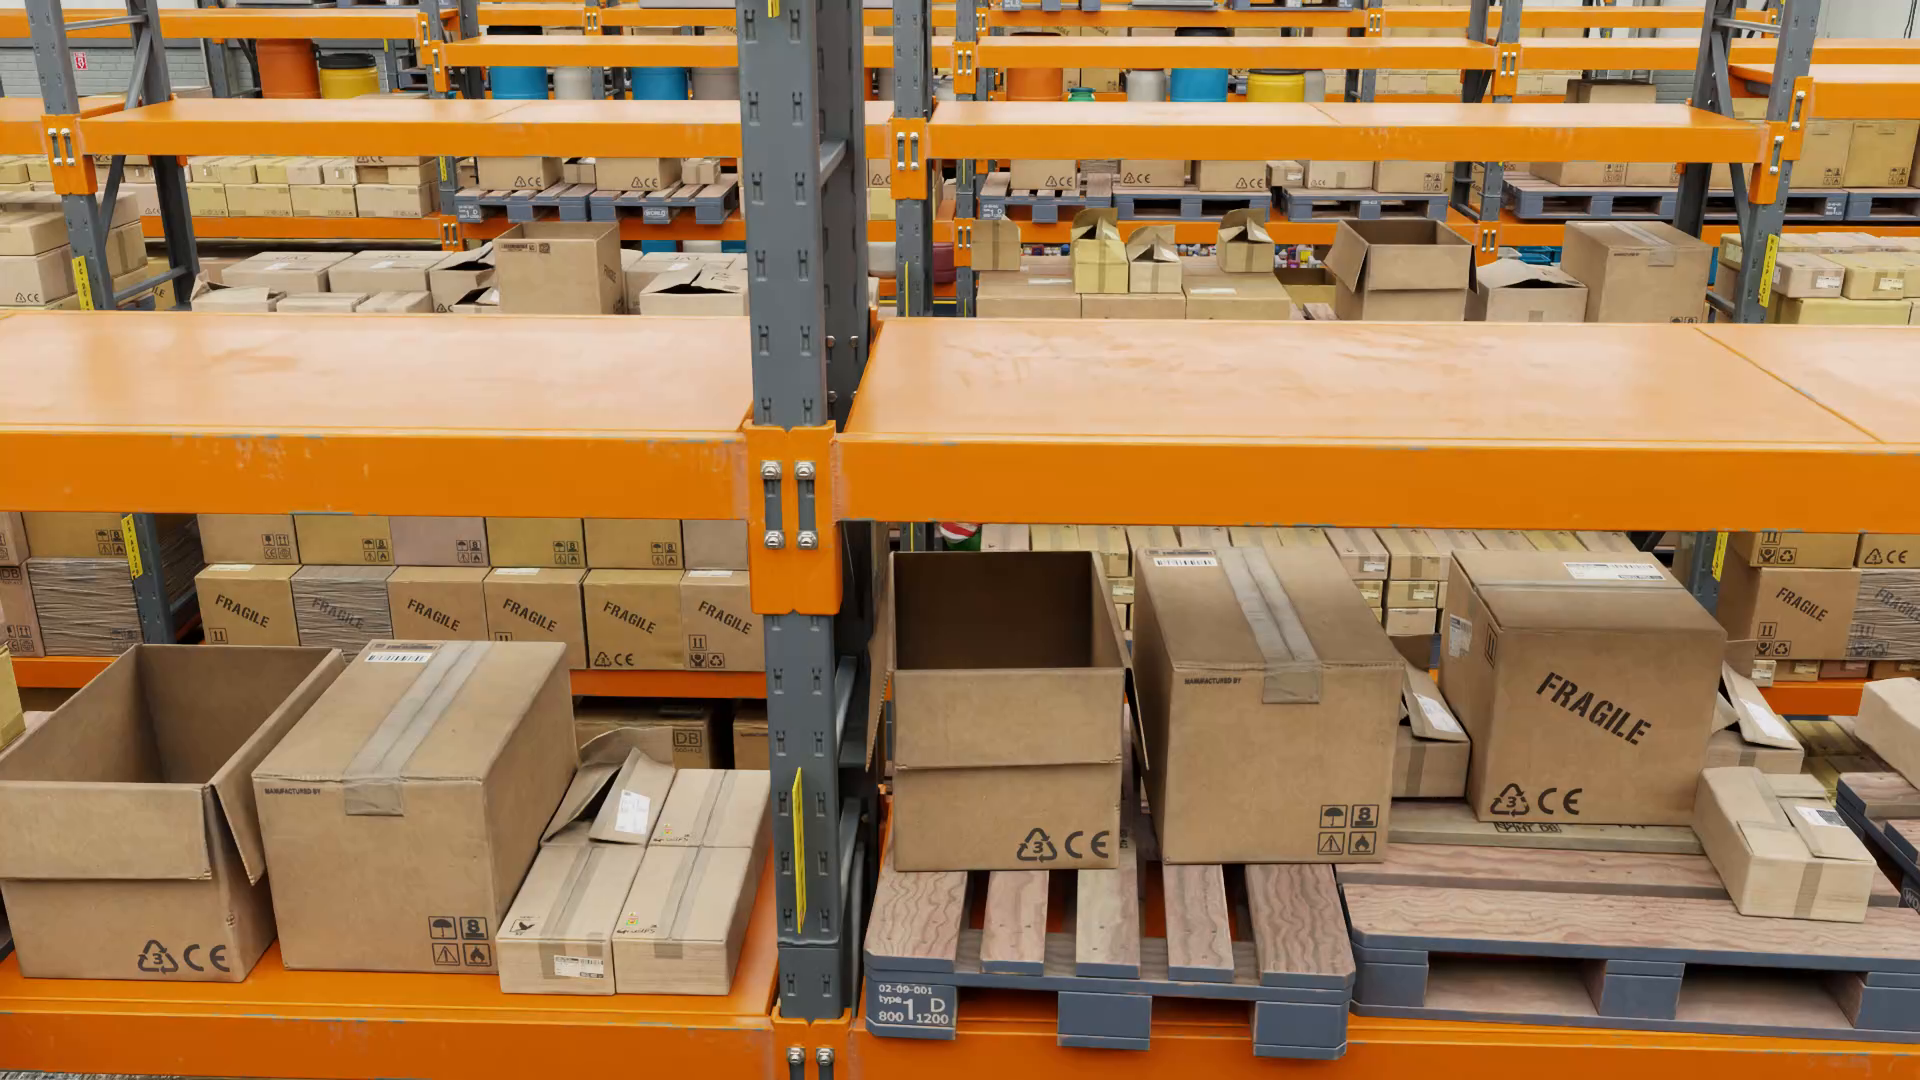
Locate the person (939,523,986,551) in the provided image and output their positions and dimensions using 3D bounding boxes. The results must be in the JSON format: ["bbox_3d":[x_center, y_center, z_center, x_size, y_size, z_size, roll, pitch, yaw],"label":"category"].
[{"bbox_3d":[0.250,-0.054,12.500,0.808,1.321,0.584,1,21,1],"label":"person"}]
